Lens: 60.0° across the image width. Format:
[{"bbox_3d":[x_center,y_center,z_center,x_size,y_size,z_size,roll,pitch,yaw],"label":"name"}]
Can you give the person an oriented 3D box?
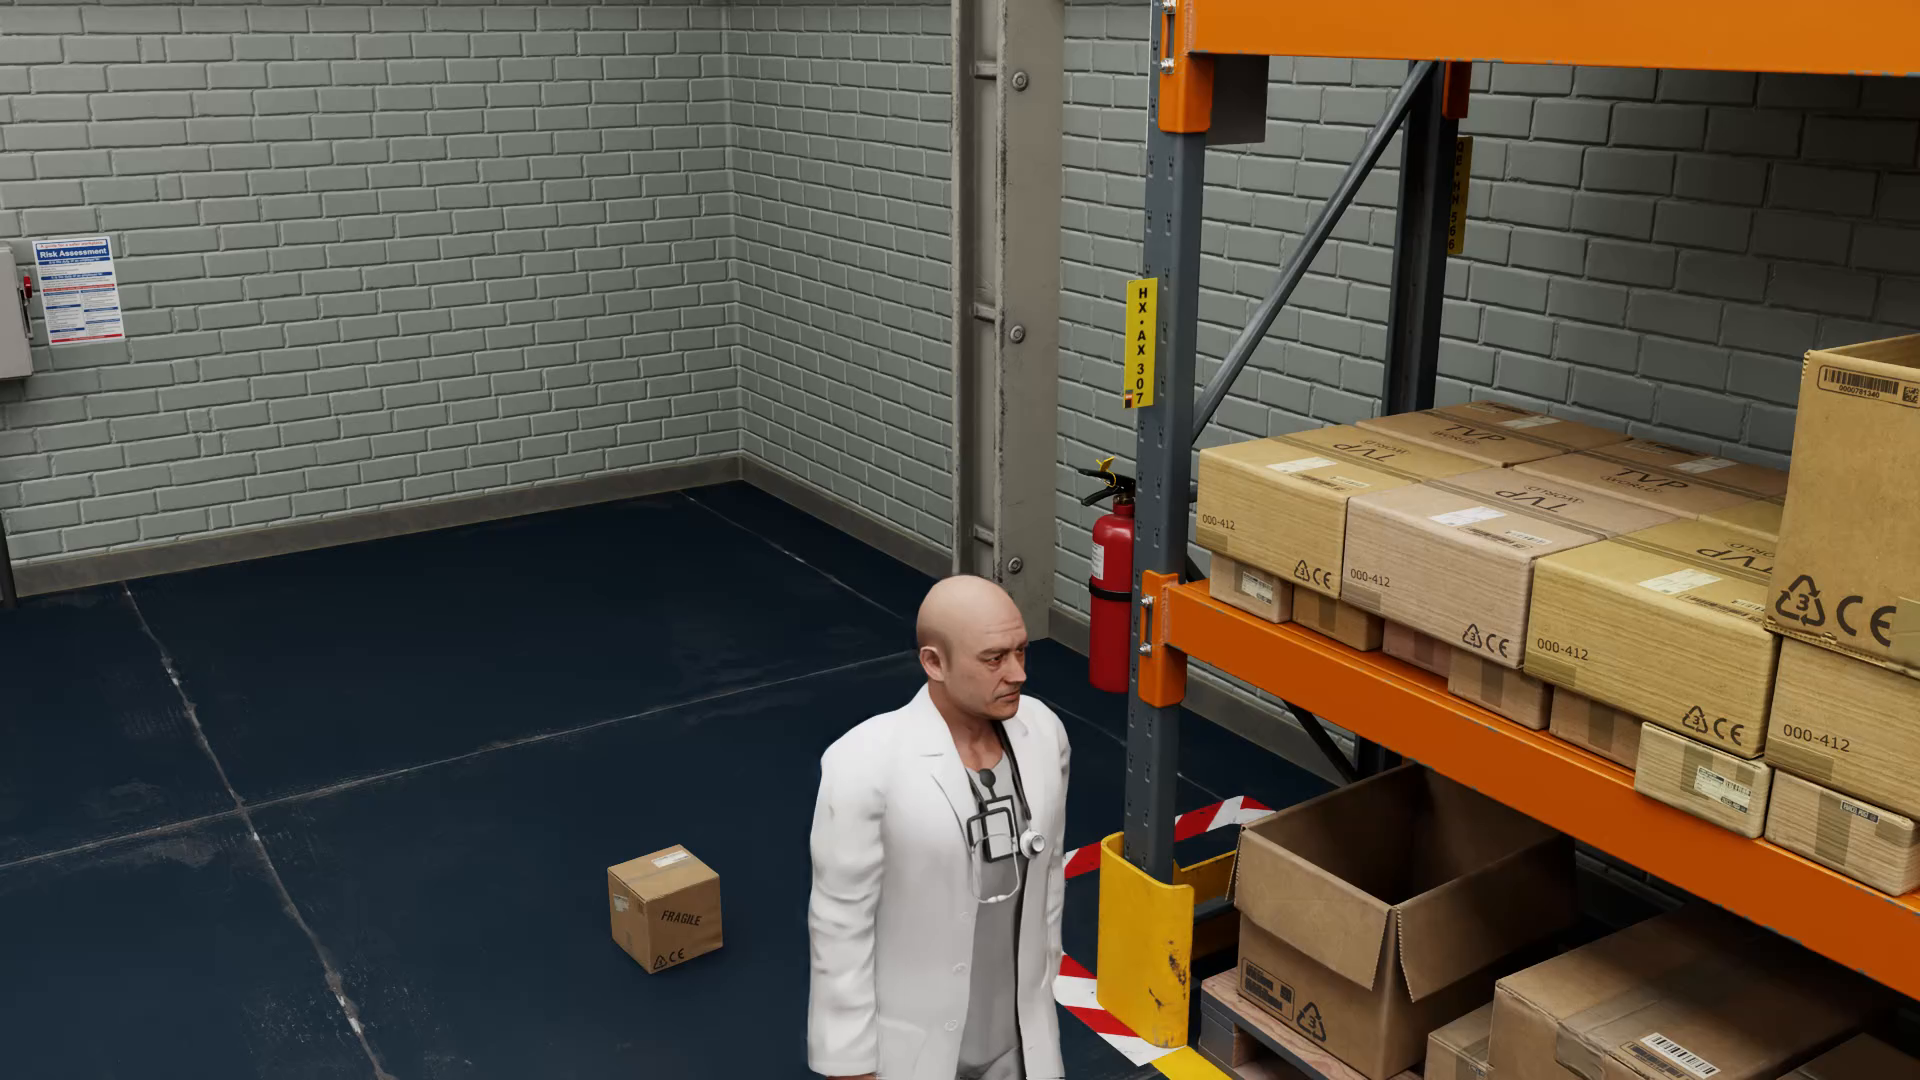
[{"bbox_3d":[-0.064,0.895,3.202,0.619,1.767,0.756,-12,22,-34],"label":"person"}]
